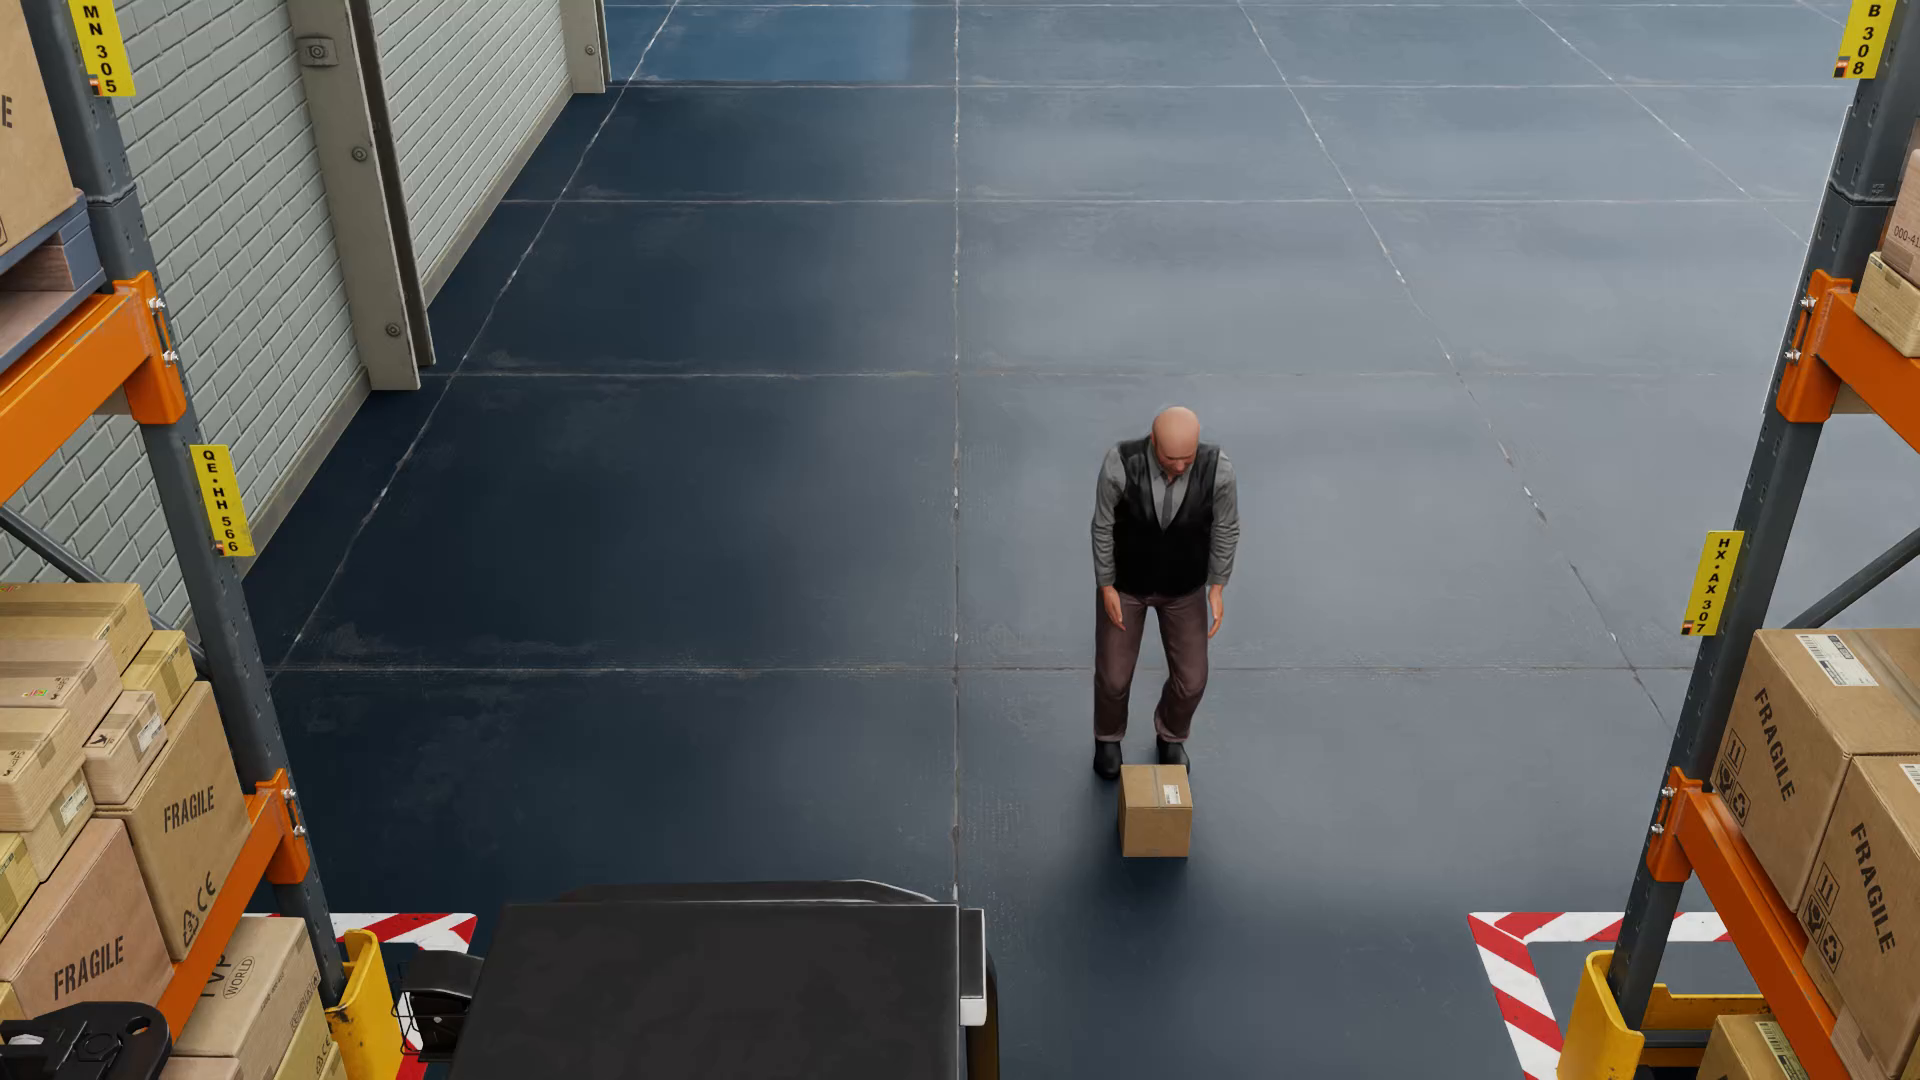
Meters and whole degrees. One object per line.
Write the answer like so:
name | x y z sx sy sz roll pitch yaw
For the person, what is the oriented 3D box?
person | 0.774 0.184 6.426 0.563 1.658 0.446 1 31 1
